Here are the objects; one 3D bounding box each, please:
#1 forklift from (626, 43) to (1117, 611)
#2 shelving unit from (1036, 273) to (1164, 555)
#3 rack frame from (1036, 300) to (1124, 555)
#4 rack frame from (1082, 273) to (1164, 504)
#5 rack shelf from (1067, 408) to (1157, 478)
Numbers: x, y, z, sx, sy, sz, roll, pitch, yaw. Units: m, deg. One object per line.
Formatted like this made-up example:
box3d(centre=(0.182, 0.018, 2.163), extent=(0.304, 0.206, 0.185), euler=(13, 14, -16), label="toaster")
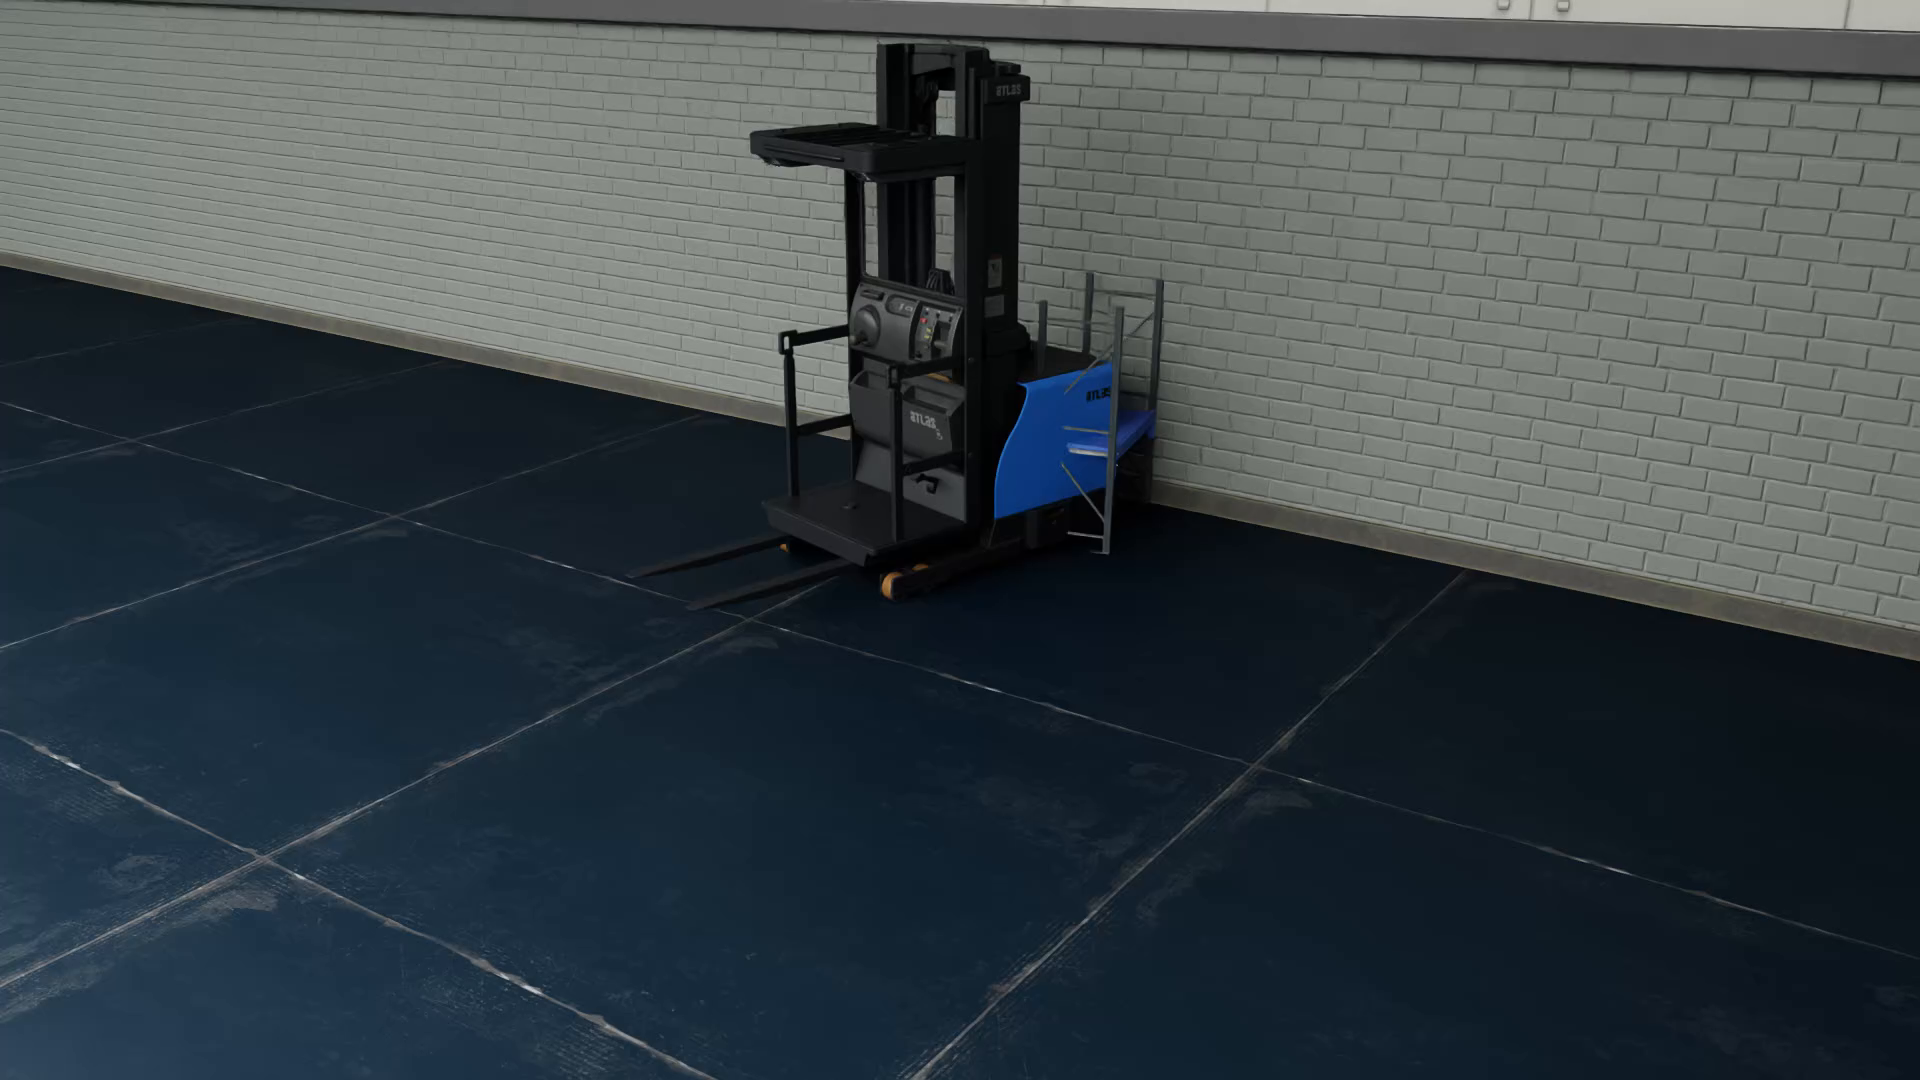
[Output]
box3d(centre=(-0.470, -1.233, 9.374), extent=(3.031, 2.935, 1.130), euler=(-17, 26, -38), label="forklift")
box3d(centre=(0.853, -0.806, 10.294), extent=(0.538, 1.500, 1.048), euler=(8, 20, 18), label="shelving unit")
box3d(centre=(0.683, -0.654, 9.840), extent=(0.500, 1.500, 0.032), euler=(8, 20, 18), label="rack frame")
box3d(centre=(1.024, -0.957, 10.749), extent=(0.500, 1.500, 0.032), euler=(8, 20, 18), label="rack frame")
box3d(centre=(0.849, -0.636, 10.353), extent=(0.538, 0.185, 1.000), euler=(8, 20, 18), label="rack shelf")
